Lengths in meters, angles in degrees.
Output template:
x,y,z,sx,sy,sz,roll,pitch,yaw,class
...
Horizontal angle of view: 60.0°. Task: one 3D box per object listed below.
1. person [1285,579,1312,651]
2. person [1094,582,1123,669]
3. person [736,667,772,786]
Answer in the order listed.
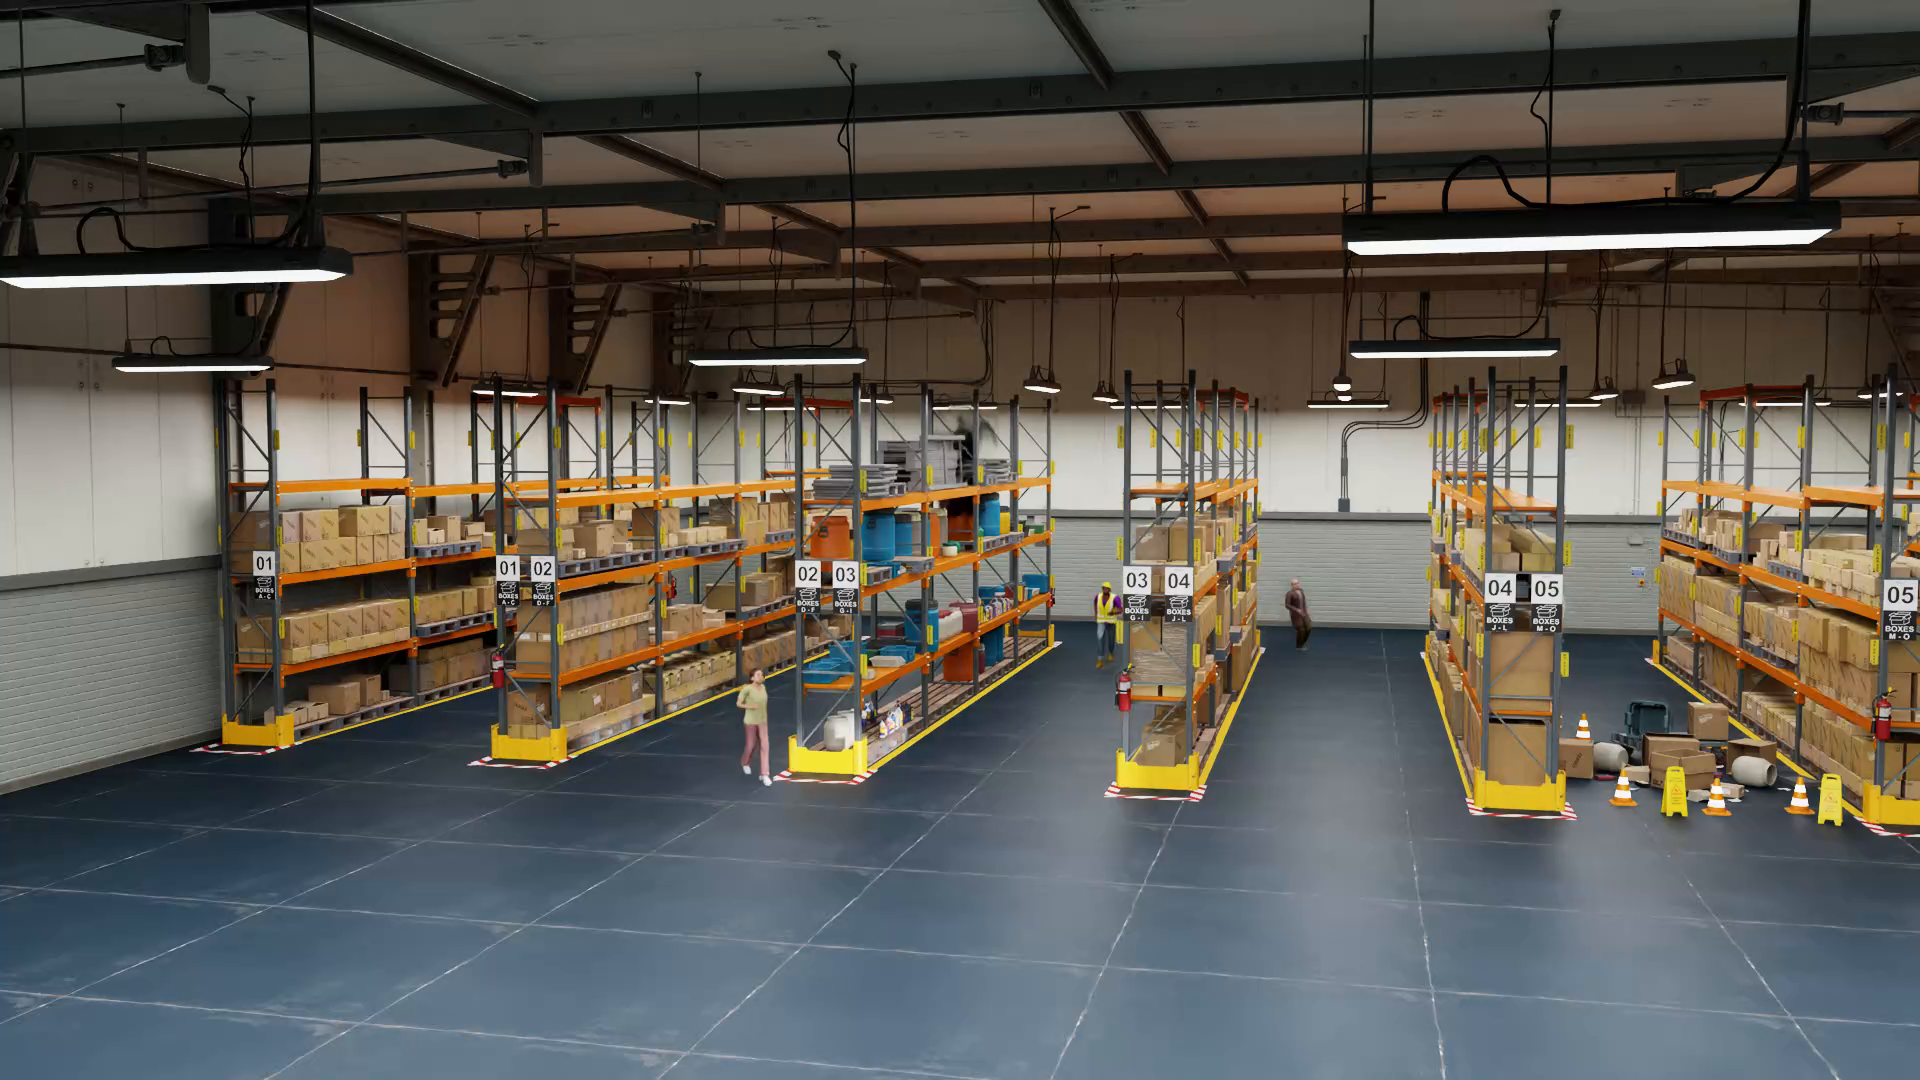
x,y,z,sx,sy,sz,roll,pitch,yaw,class
8.002,1.782,39.275,0.736,1.721,0.595,-2,4,-25,person
3.149,1.779,35.341,0.661,1.794,1.061,1,3,11,person
-3.030,2.701,24.375,0.560,1.690,0.898,-2,4,-34,person
